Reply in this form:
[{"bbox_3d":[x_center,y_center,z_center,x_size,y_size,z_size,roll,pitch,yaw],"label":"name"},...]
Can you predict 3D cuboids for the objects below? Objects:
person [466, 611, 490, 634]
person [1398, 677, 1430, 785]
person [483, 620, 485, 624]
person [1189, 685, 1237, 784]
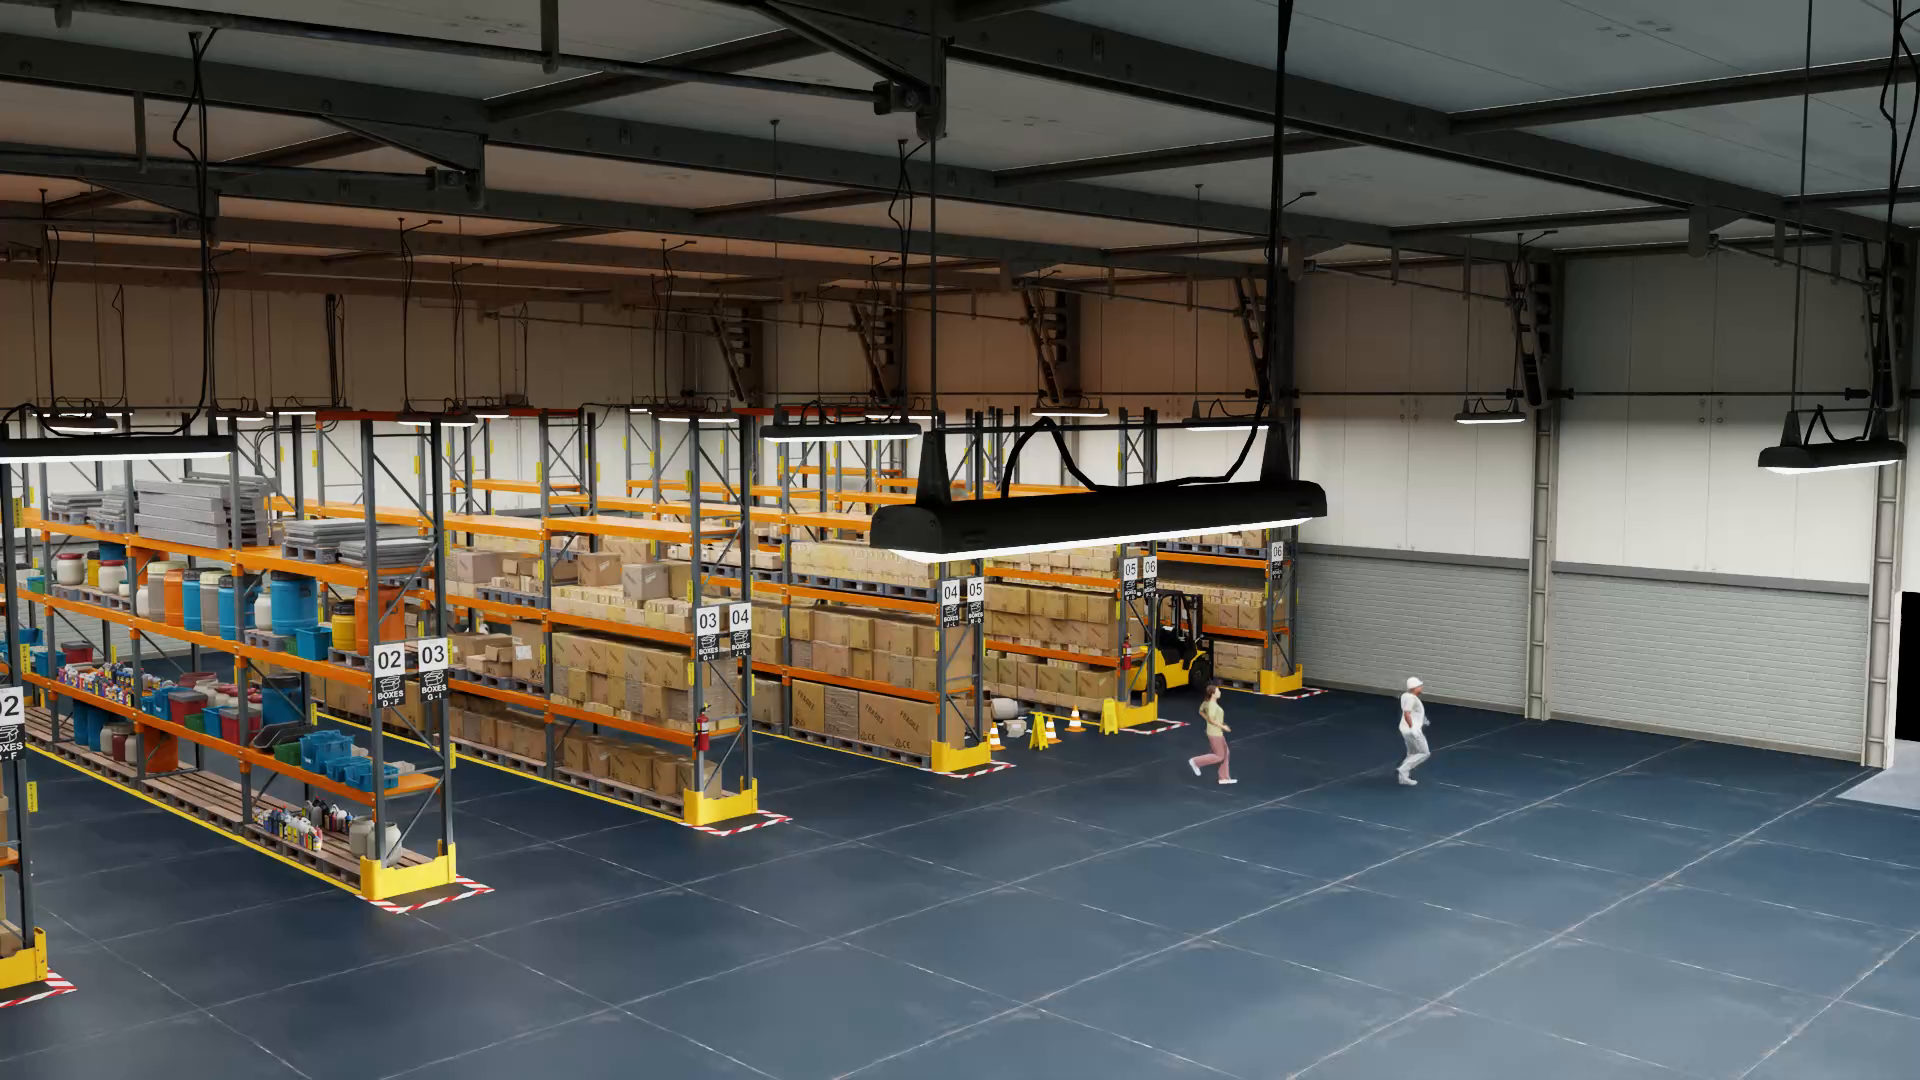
[{"bbox_3d":[-10.337,2.354,35.792,0.550,1.662,0.627,5,7,42],"label":"person"},{"bbox_3d":[7.334,3.081,26.836,0.581,1.743,0.690,0,5,-1],"label":"person"},{"bbox_3d":[-11.760,1.840,40.833,0.720,1.788,0.664,-4,7,-40],"label":"person"},{"bbox_3d":[4.090,3.148,26.904,0.806,1.623,0.593,0,5,-2],"label":"person"}]
